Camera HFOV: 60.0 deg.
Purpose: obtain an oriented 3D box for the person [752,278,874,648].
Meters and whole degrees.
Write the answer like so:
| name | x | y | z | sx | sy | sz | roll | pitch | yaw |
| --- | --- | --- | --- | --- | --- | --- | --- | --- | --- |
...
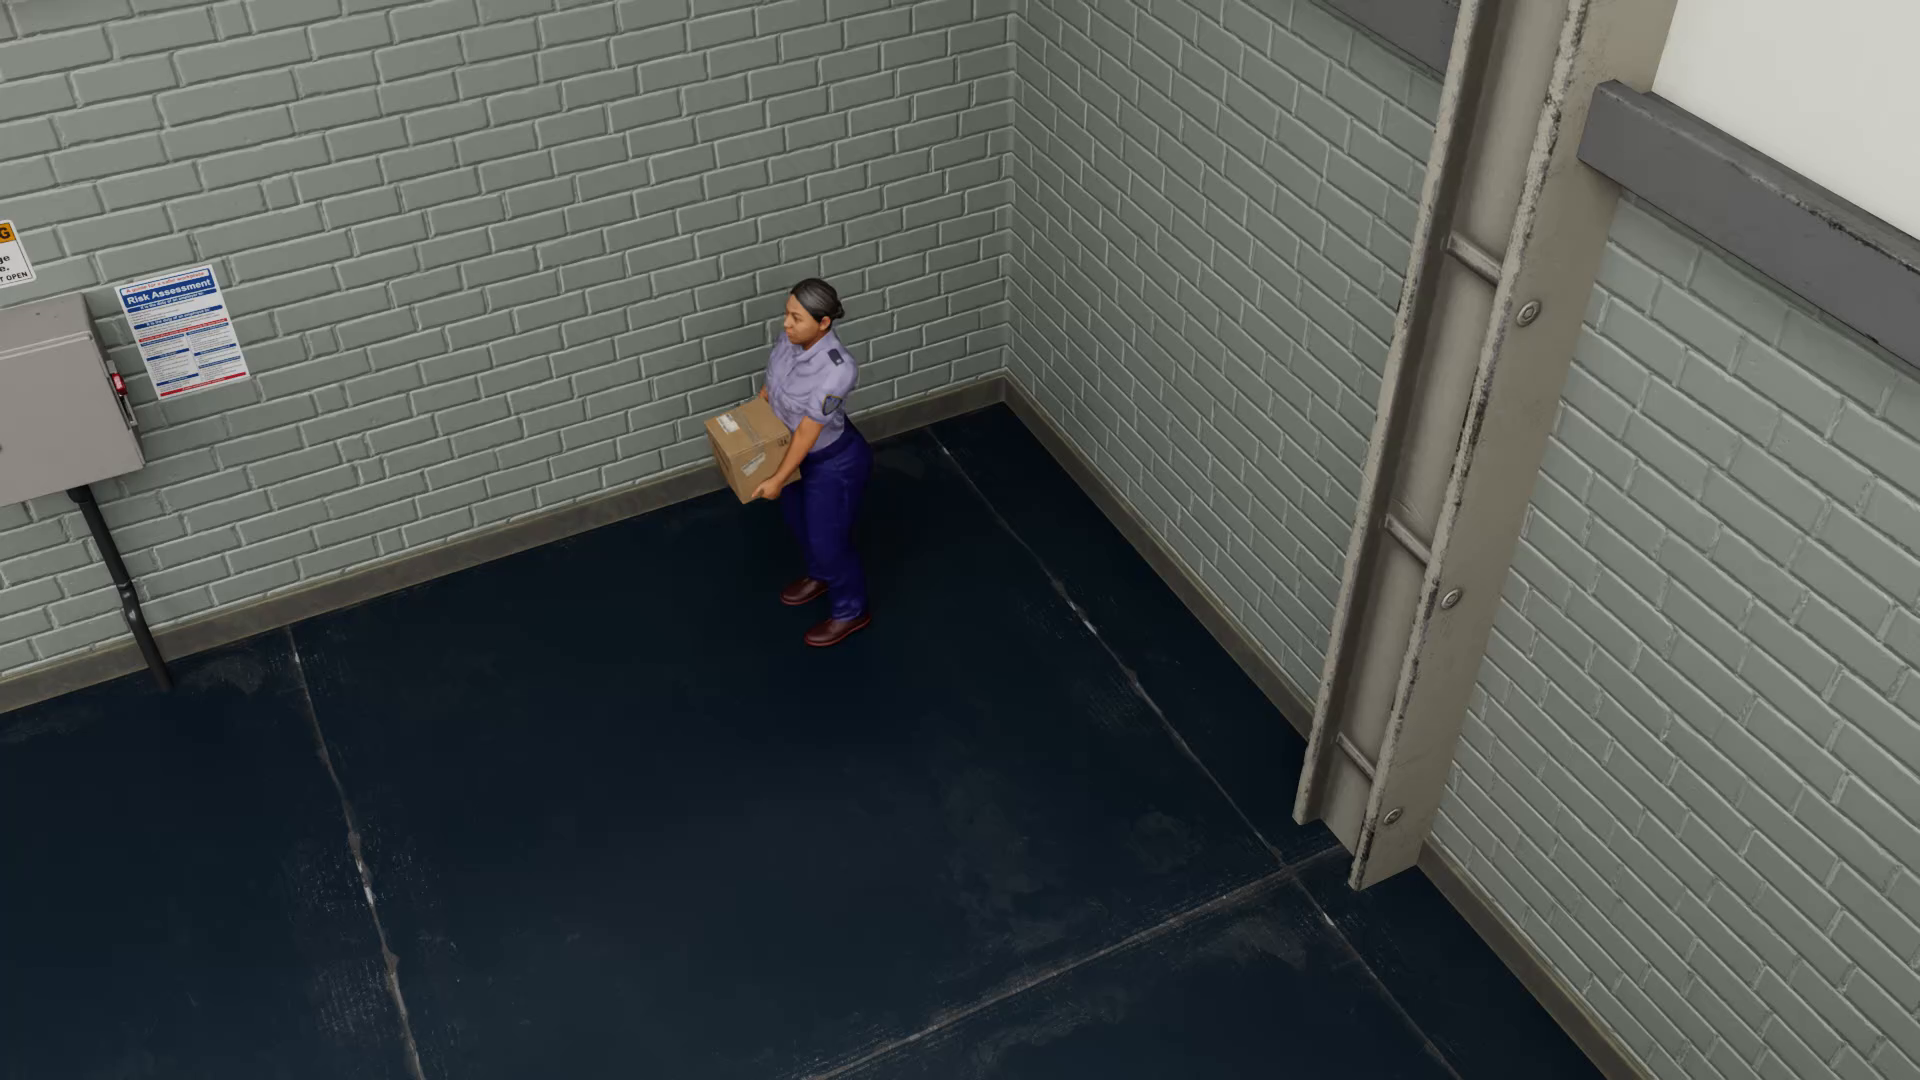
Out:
| name | x | y | z | sx | sy | sz | roll | pitch | yaw |
| --- | --- | --- | --- | --- | --- | --- | --- | --- | --- |
| person | -0.617 | -0.285 | 6.509 | 0.525 | 1.634 | 0.435 | -20 | 45 | -21 |
